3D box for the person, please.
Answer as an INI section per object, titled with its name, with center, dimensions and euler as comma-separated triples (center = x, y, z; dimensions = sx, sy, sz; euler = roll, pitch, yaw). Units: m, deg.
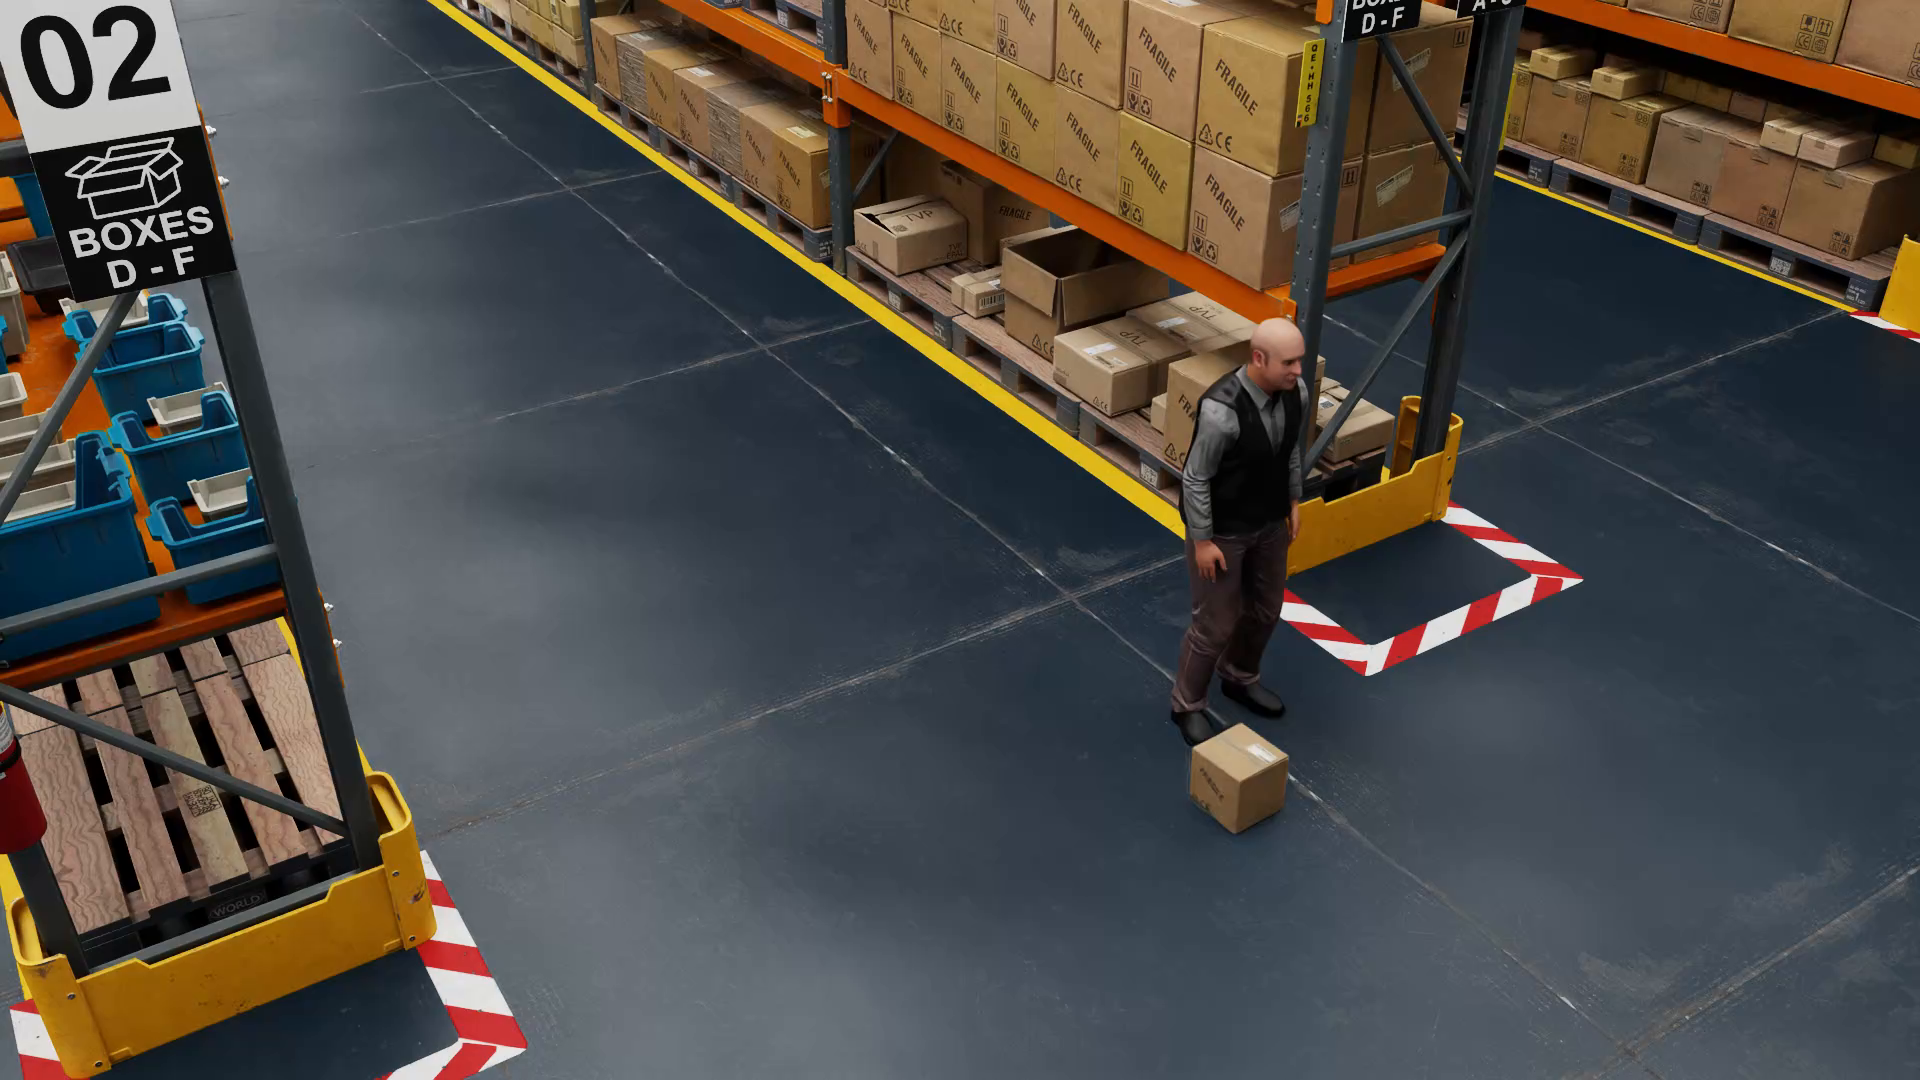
[person]
center = 1.044, -0.086, 6.244
dimensions = 0.571, 1.662, 0.405
euler = -22, 38, -31
